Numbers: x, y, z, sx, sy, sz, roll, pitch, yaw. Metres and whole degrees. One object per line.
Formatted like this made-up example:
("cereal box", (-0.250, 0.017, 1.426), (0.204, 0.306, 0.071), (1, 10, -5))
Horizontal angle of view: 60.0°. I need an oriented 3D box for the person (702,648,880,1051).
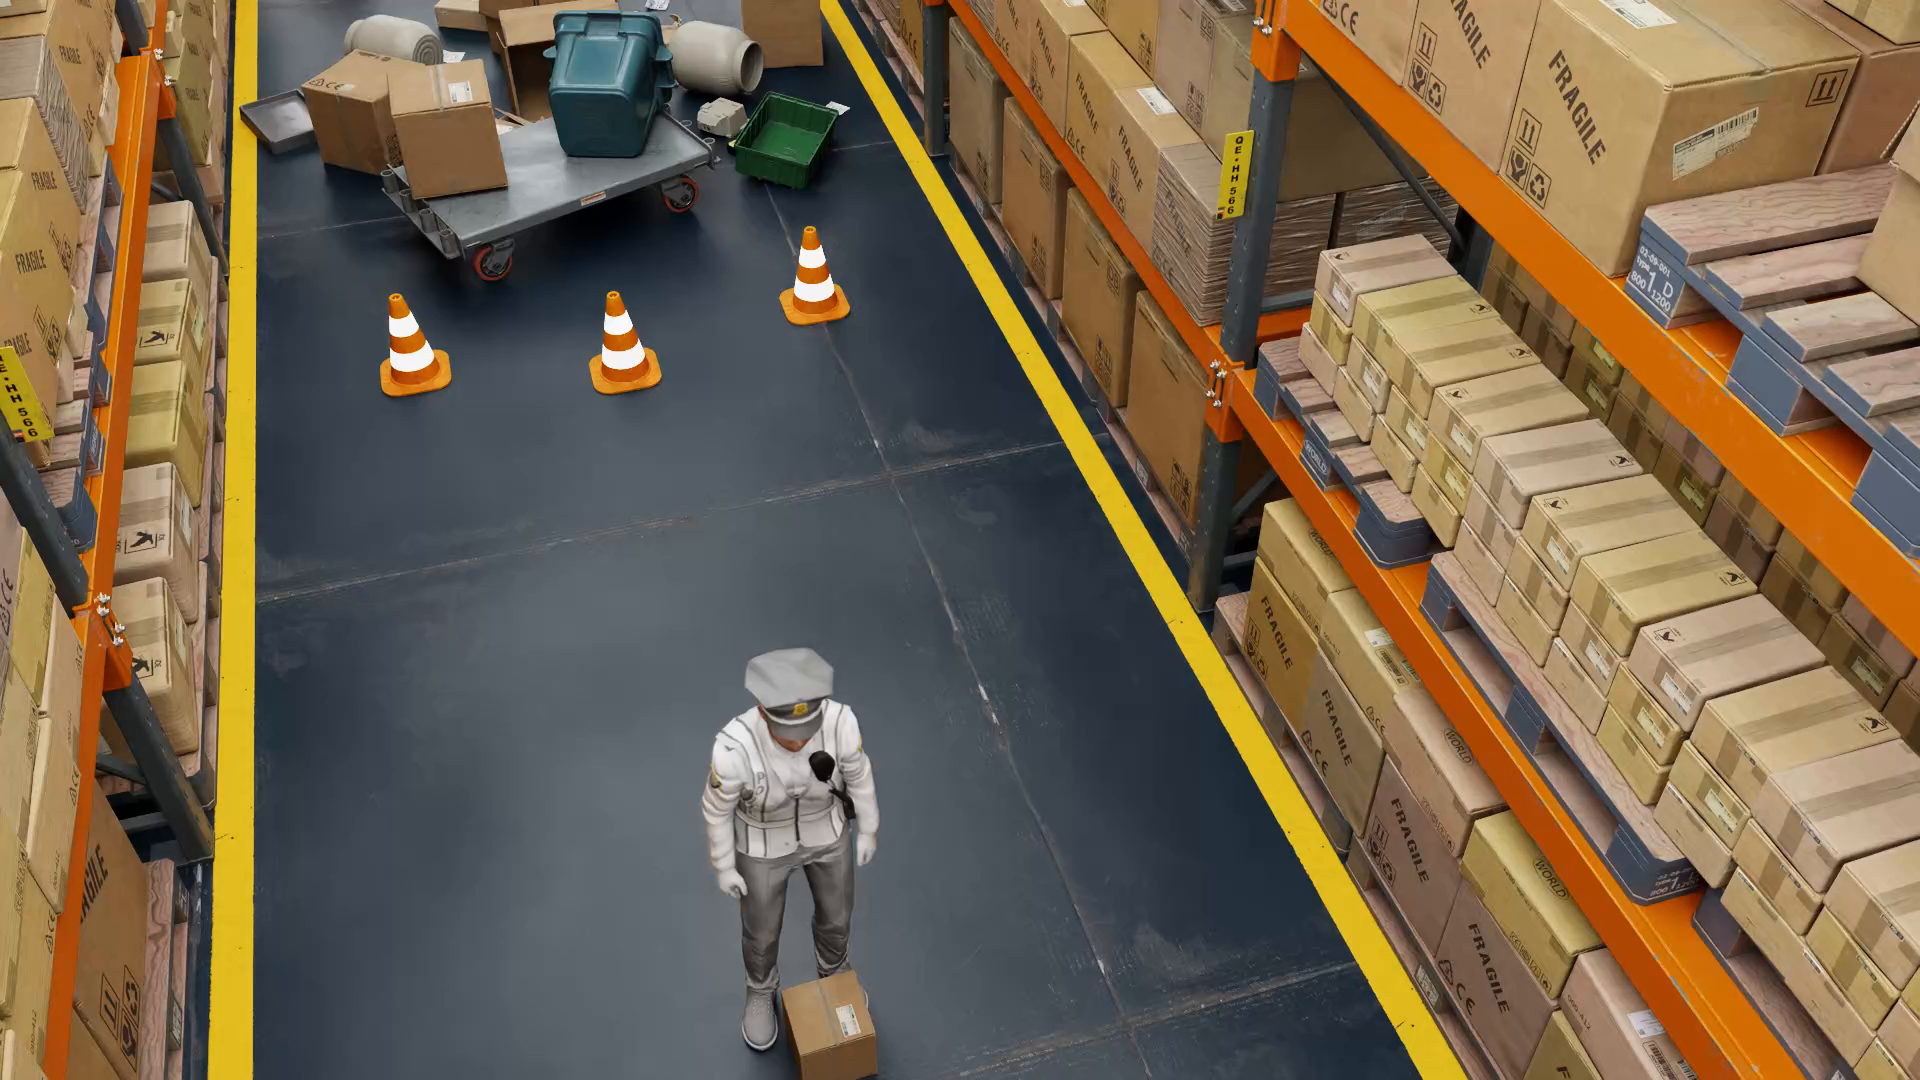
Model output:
("person", (-0.505, 0.940, 5.132), (0.532, 1.663, 0.378), (-12, 44, -13))
